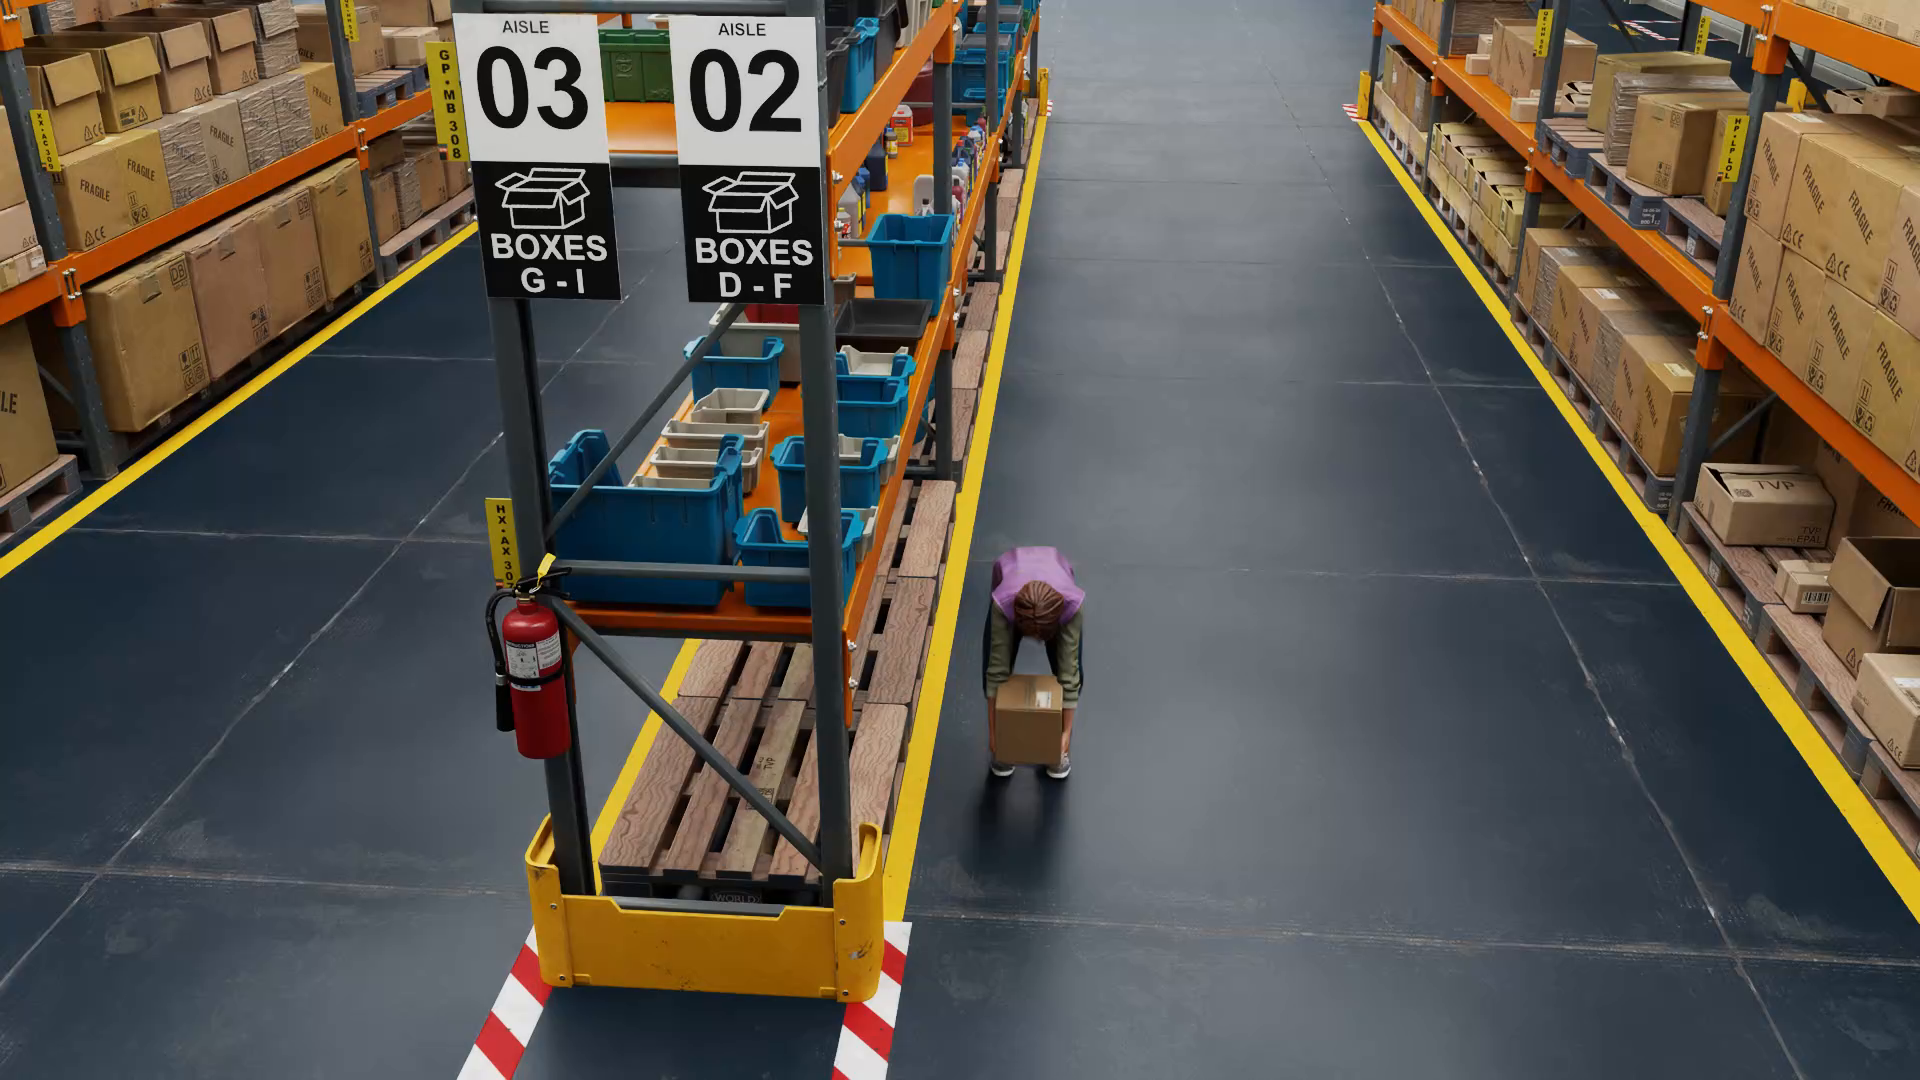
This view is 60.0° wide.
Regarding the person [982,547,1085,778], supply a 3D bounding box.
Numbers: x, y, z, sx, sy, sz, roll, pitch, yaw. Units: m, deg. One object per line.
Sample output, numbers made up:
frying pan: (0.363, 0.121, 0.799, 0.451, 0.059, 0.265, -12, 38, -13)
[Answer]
person: (0.291, 0.526, 6.608, 0.408, 1.073, 0.850, 1, 25, 1)
